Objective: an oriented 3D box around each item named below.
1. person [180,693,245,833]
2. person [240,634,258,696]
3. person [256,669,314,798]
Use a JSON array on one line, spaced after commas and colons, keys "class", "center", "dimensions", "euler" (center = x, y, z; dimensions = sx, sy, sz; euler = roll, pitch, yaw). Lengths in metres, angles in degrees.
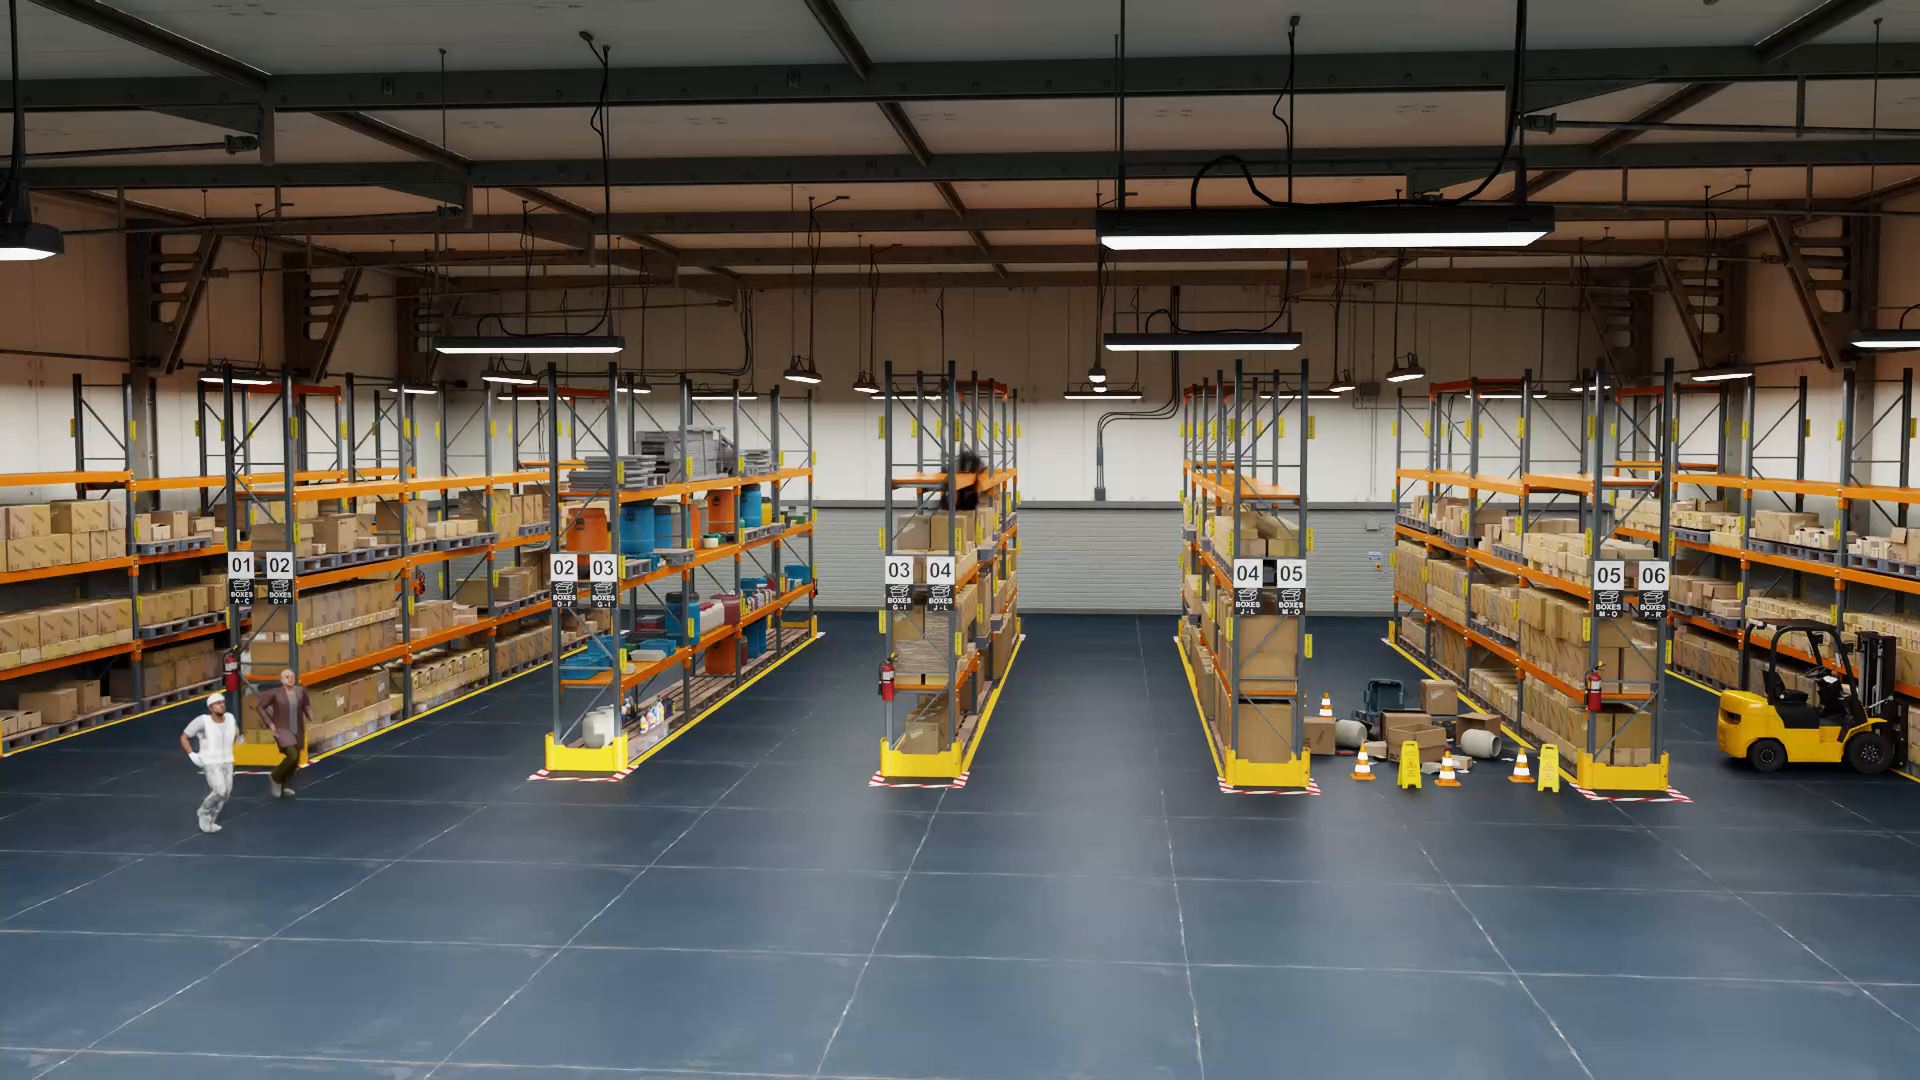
[{"class": "person", "center": [-9.197, 2.768, 20.629], "dimensions": [0.636, 1.736, 0.678], "euler": [2, 4, 30]}, {"class": "person", "center": [-11.757, 2.387, 27.428], "dimensions": [0.590, 1.688, 0.977], "euler": [0, 4, 5]}, {"class": "person", "center": [-9.113, 2.632, 22.659], "dimensions": [0.677, 1.748, 0.682], "euler": [3, 5, 36]}]
